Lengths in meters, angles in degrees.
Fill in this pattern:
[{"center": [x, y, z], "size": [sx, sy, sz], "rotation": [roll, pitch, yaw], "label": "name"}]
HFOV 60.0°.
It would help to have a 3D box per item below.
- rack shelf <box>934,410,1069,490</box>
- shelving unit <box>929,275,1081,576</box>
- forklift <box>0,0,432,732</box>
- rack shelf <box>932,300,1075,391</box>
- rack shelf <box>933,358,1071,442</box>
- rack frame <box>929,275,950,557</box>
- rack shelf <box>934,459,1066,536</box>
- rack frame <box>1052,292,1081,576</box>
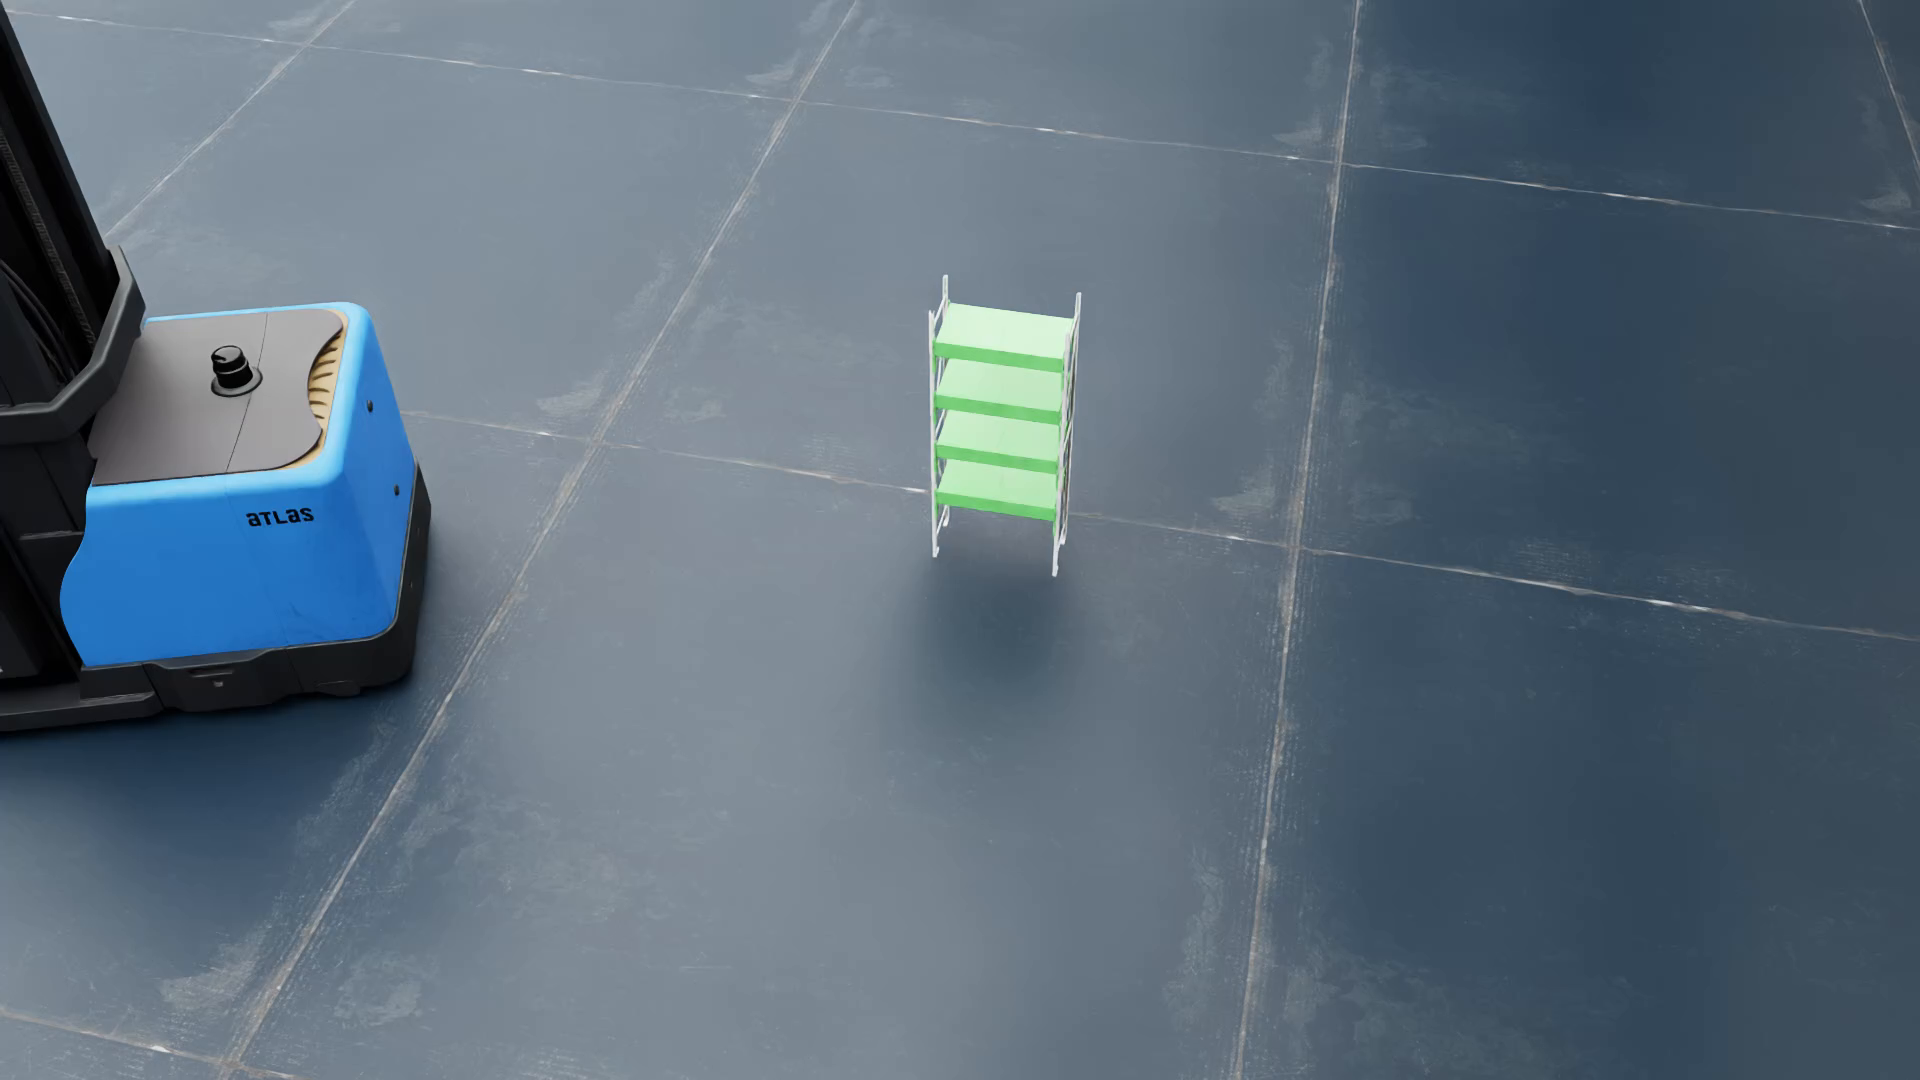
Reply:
[{"center": [0.162, -0.361, 6.352], "size": [0.480, 0.148, 0.258], "rotation": [9, 45, 9], "label": "rack shelf"}, {"center": [0.162, -0.407, 6.308], "size": [0.503, 1.200, 0.258], "rotation": [9, 45, 9], "label": "shelving unit"}, {"center": [-3.592, -0.692, 5.356], "size": [3.031, 2.935, 1.130], "rotation": [-6, 44, -6], "label": "forklift"}, {"center": [0.162, -0.707, 6.019], "size": [0.480, 0.148, 0.258], "rotation": [9, 45, 9], "label": "rack shelf"}, {"center": [0.162, -0.534, 6.186], "size": [0.480, 0.148, 0.258], "rotation": [9, 45, 9], "label": "rack shelf"}, {"center": [-0.077, -0.444, 6.346], "size": [0.015, 1.200, 0.240], "rotation": [9, 45, 9], "label": "rack frame"}, {"center": [0.162, -0.188, 6.519], "size": [0.480, 0.148, 0.258], "rotation": [9, 45, 9], "label": "rack shelf"}, {"center": [0.400, -0.370, 6.269], "size": [0.015, 1.200, 0.240], "rotation": [9, 45, 9], "label": "rack frame"}]
